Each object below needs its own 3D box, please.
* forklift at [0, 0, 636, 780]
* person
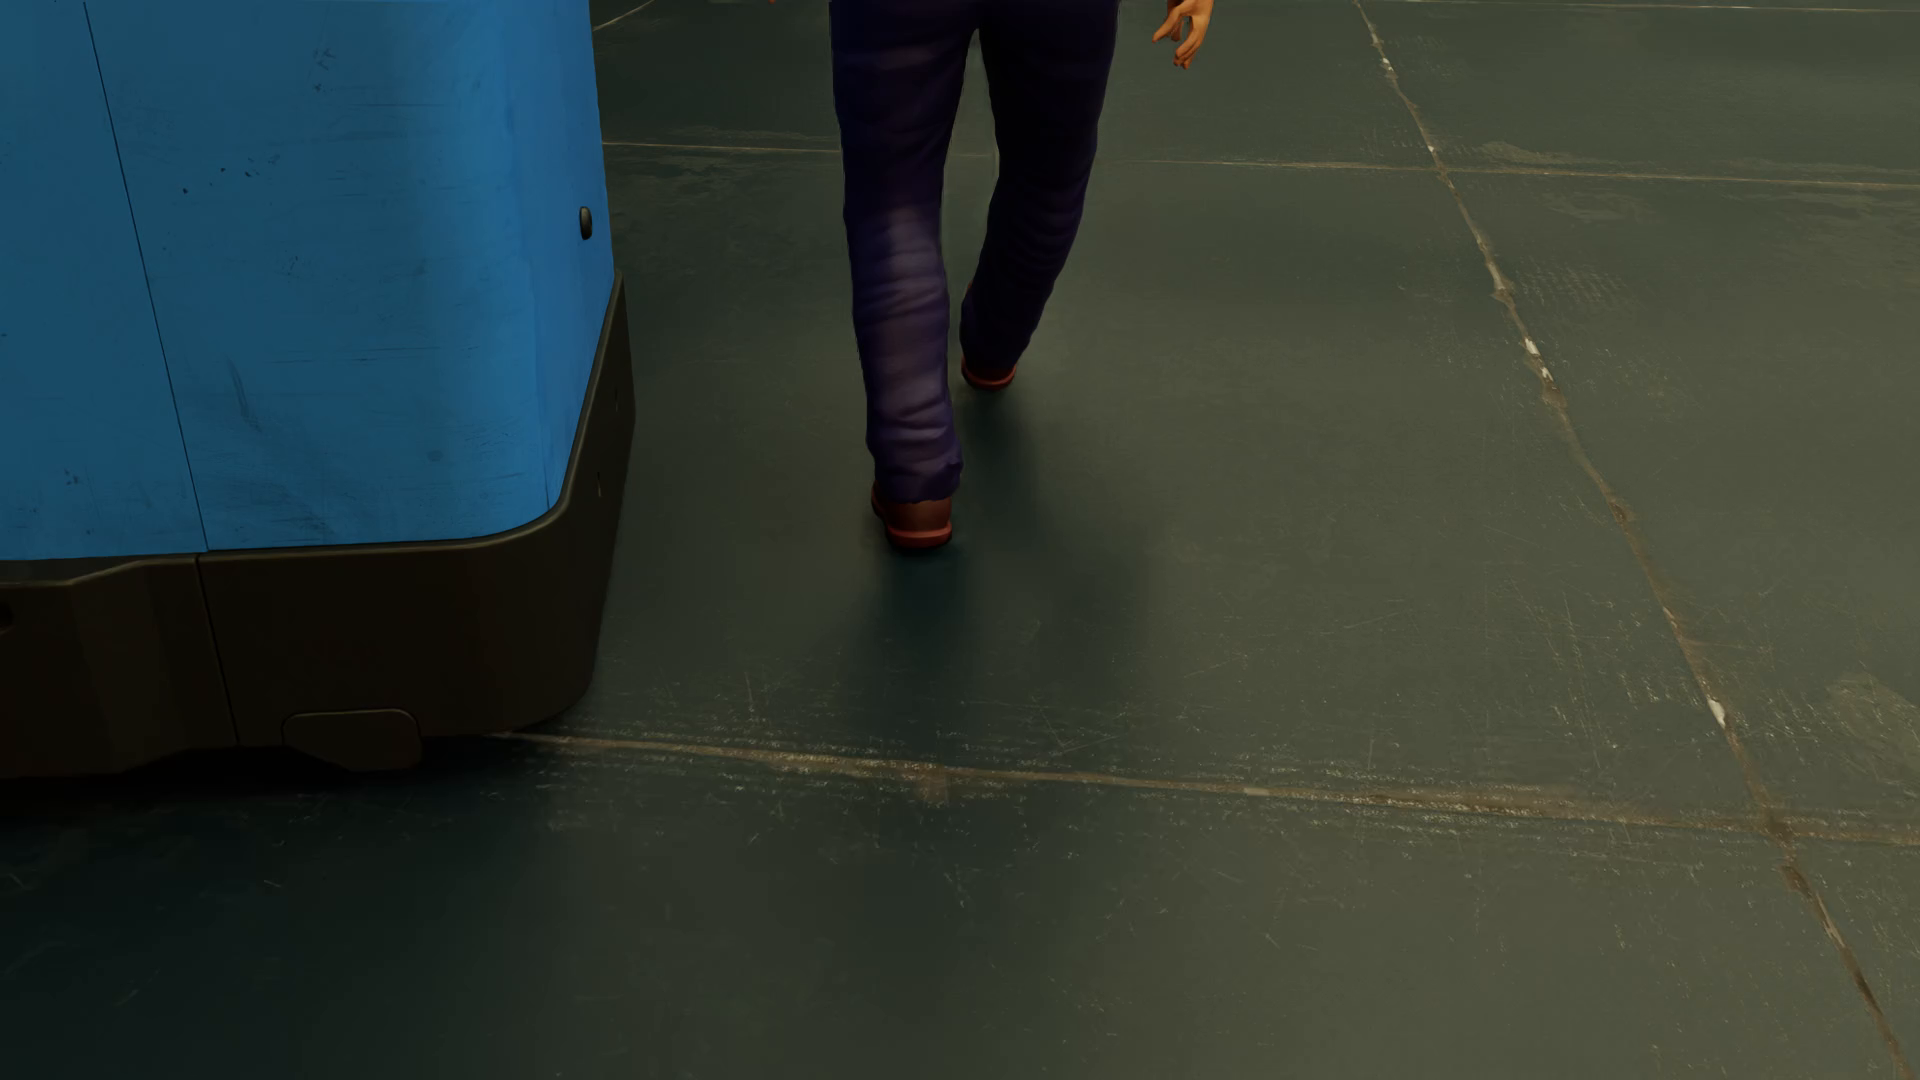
[{"bbox_3d":[-1.996,-1.191,1.604,3.031,2.935,1.130,-3,27,-6],"label":"forklift"},{"bbox_3d":[0.018,-0.884,2.488,0.647,1.604,0.875,-2,27,-5],"label":"person"}]
